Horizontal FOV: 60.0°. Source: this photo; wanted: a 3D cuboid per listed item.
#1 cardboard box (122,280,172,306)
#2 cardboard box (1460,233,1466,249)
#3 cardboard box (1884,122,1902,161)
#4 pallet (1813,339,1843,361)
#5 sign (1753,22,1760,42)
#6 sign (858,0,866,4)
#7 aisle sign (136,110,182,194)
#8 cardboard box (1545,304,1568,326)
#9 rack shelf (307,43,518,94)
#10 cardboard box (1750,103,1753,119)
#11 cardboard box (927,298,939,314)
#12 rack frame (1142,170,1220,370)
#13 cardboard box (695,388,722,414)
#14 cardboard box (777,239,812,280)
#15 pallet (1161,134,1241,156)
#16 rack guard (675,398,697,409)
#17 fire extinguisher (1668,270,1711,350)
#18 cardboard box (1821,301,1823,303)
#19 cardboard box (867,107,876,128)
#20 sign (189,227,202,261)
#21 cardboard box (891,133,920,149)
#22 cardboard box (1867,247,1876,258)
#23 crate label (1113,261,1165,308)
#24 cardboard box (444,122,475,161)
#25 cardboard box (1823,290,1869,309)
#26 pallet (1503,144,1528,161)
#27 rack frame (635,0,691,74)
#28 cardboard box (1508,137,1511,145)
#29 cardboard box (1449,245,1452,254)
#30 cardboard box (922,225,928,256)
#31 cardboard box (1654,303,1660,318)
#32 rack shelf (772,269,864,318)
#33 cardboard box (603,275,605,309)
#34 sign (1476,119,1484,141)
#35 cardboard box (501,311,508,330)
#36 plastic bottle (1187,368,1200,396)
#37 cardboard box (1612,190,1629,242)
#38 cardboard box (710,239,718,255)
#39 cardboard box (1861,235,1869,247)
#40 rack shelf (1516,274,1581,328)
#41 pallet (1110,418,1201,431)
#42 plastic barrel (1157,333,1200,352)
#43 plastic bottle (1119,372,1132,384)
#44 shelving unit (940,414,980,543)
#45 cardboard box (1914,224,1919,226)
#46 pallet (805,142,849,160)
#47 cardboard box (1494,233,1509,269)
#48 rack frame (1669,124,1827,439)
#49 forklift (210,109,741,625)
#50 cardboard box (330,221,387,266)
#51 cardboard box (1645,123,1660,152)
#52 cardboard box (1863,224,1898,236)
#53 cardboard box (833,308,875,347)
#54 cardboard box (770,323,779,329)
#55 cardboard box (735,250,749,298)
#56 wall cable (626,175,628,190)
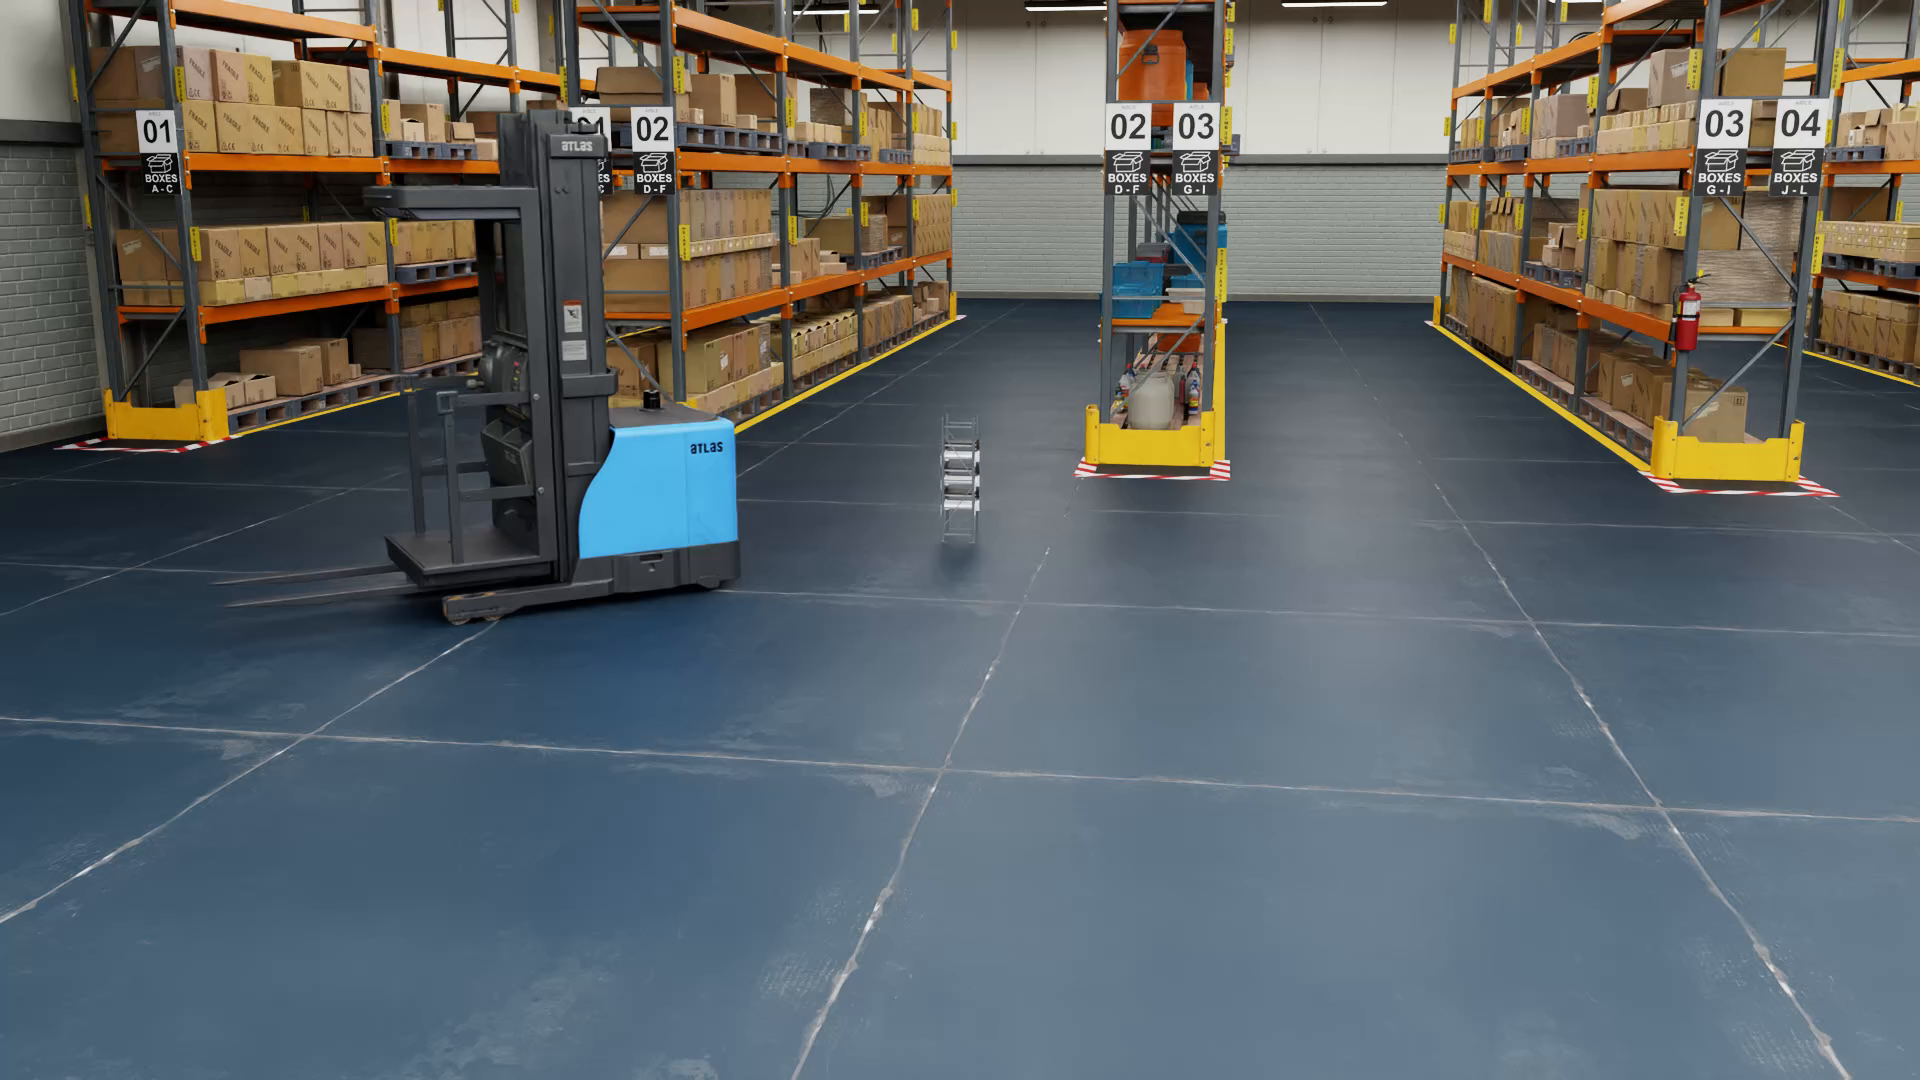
[{"bbox_3d":[-8.127,-2.528,16.911,0.500,0.250,0.500,2,12,9],"label":"cardboard box"},{"bbox_3d":[8.485,-4.891,27.217,0.500,0.250,0.500,2,12,10],"label":"cardboard box"},{"bbox_3d":[12.773,-5.341,22.297,0.500,0.500,0.500,2,12,9],"label":"cardboard box"},{"bbox_3d":[13.288,-2.797,24.471,1.003,0.211,1.213,2,12,9],"label":"pallet"},{"bbox_3d":[13.486,-8.601,28.137,0.100,0.325,0.005,2,12,9],"label":"sign"},{"bbox_3d":[-1.333,-7.443,22.575,0.100,0.325,0.005,2,12,9],"label":"sign"},{"bbox_3d":[-7.722,-3.734,16.028,0.394,0.787,0.004,2,12,9],"label":"aisle sign"},{"bbox_3d":[7.833,-2.891,21.396,0.500,0.250,0.500,2,12,11],"label":"cardboard box"},{"bbox_3d":[-7.085,-6.122,21.698,1.077,0.370,4.000,2,12,9],"label":"rack shelf"},{"bbox_3d":[6.999,-3.751,14.570,0.380,0.149,0.250,2,12,8],"label":"cardboard box"},{"bbox_3d":[-0.668,-4.212,29.898,0.500,0.250,0.500,2,12,9],"label":"cardboard box"},{"bbox_3d":[3.012,-3.832,22.654,1.000,3.000,0.127,2,12,9],"label":"rack frame"},{"bbox_3d":[-2.737,-1.398,16.889,0.500,0.250,0.500,2,12,9],"label":"cardboard box"},{"bbox_3d":[-2.205,-3.583,21.260,0.500,0.500,0.500,2,12,9],"label":"cardboard box"},{"bbox_3d":[2.382,-4.220,17.783,1.213,0.211,1.003,2,12,9],"label":"pallet"},{"bbox_3d":[-3.116,-1.101,15.915,1.175,0.500,0.348,2,12,9],"label":"rack guard"},{"bbox_3d":[6.203,-1.959,14.149,0.296,0.674,0.183,2,12,9],"label":"fire extinguisher"},{"bbox_3d":[13.893,-3.705,26.423,0.380,0.149,0.250,2,12,10],"label":"cardboard box"},{"bbox_3d":[-1.619,-6.215,25.121,0.600,0.600,0.600,1,12,6],"label":"cardboard box"},{"bbox_3d":[-7.472,-2.893,16.244,0.100,0.325,0.005,2,12,9],"label":"sign"},{"bbox_3d":[-0.947,-6.556,27.346,0.500,0.250,0.500,2,12,9],"label":"cardboard box"},{"bbox_3d":[12.574,-3.903,22.583,0.380,0.149,0.250,1,12,6],"label":"cardboard box"},{"bbox_3d":[1.797,-2.576,16.742,0.502,0.435,0.616,2,12,9],"label":"crate label"},{"bbox_3d":[-7.068,-5.413,22.576,0.797,0.503,0.637,4,13,17],"label":"cardboard box"},{"bbox_3d":[13.032,-3.527,24.396,0.500,0.250,0.500,1,12,6],"label":"cardboard box"},{"bbox_3d":[7.953,-5.181,22.243,1.213,0.211,1.003,2,12,11],"label":"pallet"},{"bbox_3d":[-5.547,-8.751,31.239,1.000,3.000,0.127,2,12,9],"label":"rack frame"},{"bbox_3d":[8.144,-5.748,24.024,0.380,0.149,0.250,1,12,6],"label":"cardboard box"},{"bbox_3d":[8.640,-4.990,28.623,0.380,0.149,0.250,2,12,8],"label":"cardboard box"},{"bbox_3d":[-0.844,-5.079,28.202,0.500,0.500,0.500,2,12,10],"label":"cardboard box"},{"bbox_3d":[6.596,-2.107,15.245,0.380,0.149,0.250,2,12,9],"label":"cardboard box"},{"bbox_3d":[-2.190,-3.225,21.546,1.077,0.370,4.000,2,12,9],"label":"rack shelf"},{"bbox_3d":[-6.134,-4.001,27.542,0.750,0.750,0.750,2,12,9],"label":"cardboard box"},{"bbox_3d":[7.972,-6.280,25.476,0.100,0.325,0.005,2,12,9],"label":"sign"},{"bbox_3d":[-6.836,-2.994,23.657,0.700,0.500,0.500,2,12,9],"label":"cardboard box"},{"bbox_3d":[2.503,-1.669,17.861,0.144,0.351,0.185,2,12,8],"label":"plastic bottle"},{"bbox_3d":[6.817,-3.228,16.536,0.500,0.500,0.500,2,12,9],"label":"cardboard box"},{"bbox_3d":[-2.682,-2.984,16.940,0.380,0.149,0.250,1,12,7],"label":"cardboard box"},{"bbox_3d":[12.614,-4.104,22.809,0.380,0.149,0.250,2,12,10],"label":"cardboard box"},{"bbox_3d":[7.598,-2.903,20.054,1.077,0.370,4.000,2,12,9],"label":"rack shelf"},{"bbox_3d":[1.877,-0.990,16.085,1.003,0.211,1.213,2,12,9],"label":"pallet"},{"bbox_3d":[3.070,-3.079,23.314,0.600,0.830,0.708,2,12,9],"label":"plastic barrel"},{"bbox_3d":[1.740,-1.598,17.533,0.144,0.351,0.185,2,12,11],"label":"plastic bottle"},{"bbox_3d":[0.001,-0.442,11.906,0.258,0.900,0.210,2,12,9],"label":"shelving unit"},{"bbox_3d":[13.254,-4.227,22.673,0.380,0.149,0.250,2,12,10],"label":"cardboard box"},{"bbox_3d":[-2.067,-4.990,21.357,1.003,0.211,1.213,2,12,11],"label":"pallet"},{"bbox_3d":[7.975,-4.149,23.887,0.500,0.500,0.500,2,12,10],"label":"cardboard box"},{"bbox_3d":[6.676,-2.006,14.182,1.000,3.000,0.127,2,12,9],"label":"rack frame"},{"bbox_3d":[-2.931,-1.064,9.975,3.031,2.935,1.130,-7,14,-29],"label":"forklift"},{"bbox_3d":[-7.160,-3.515,19.712,0.500,0.500,0.500,2,12,9],"label":"cardboard box"},{"bbox_3d":[6.660,-3.718,15.362,0.500,0.250,0.500,2,12,10],"label":"cardboard box"},{"bbox_3d":[12.615,-4.249,22.777,0.380,0.149,0.250,2,12,11],"label":"cardboard box"},{"bbox_3d":[-1.530,-3.072,24.016,0.500,0.500,0.500,2,12,11],"label":"cardboard box"},{"bbox_3d":[-2.565,-2.602,21.145,0.500,0.311,0.500,2,12,8],"label":"cardboard box"},{"bbox_3d":[-2.715,-2.903,18.104,0.700,0.500,0.500,2,12,9],"label":"cardboard box"},{"bbox_3d":[-6.285,-6.612,33.143,0.084,1.984,1.851,2,12,9],"label":"wall cable"}]
